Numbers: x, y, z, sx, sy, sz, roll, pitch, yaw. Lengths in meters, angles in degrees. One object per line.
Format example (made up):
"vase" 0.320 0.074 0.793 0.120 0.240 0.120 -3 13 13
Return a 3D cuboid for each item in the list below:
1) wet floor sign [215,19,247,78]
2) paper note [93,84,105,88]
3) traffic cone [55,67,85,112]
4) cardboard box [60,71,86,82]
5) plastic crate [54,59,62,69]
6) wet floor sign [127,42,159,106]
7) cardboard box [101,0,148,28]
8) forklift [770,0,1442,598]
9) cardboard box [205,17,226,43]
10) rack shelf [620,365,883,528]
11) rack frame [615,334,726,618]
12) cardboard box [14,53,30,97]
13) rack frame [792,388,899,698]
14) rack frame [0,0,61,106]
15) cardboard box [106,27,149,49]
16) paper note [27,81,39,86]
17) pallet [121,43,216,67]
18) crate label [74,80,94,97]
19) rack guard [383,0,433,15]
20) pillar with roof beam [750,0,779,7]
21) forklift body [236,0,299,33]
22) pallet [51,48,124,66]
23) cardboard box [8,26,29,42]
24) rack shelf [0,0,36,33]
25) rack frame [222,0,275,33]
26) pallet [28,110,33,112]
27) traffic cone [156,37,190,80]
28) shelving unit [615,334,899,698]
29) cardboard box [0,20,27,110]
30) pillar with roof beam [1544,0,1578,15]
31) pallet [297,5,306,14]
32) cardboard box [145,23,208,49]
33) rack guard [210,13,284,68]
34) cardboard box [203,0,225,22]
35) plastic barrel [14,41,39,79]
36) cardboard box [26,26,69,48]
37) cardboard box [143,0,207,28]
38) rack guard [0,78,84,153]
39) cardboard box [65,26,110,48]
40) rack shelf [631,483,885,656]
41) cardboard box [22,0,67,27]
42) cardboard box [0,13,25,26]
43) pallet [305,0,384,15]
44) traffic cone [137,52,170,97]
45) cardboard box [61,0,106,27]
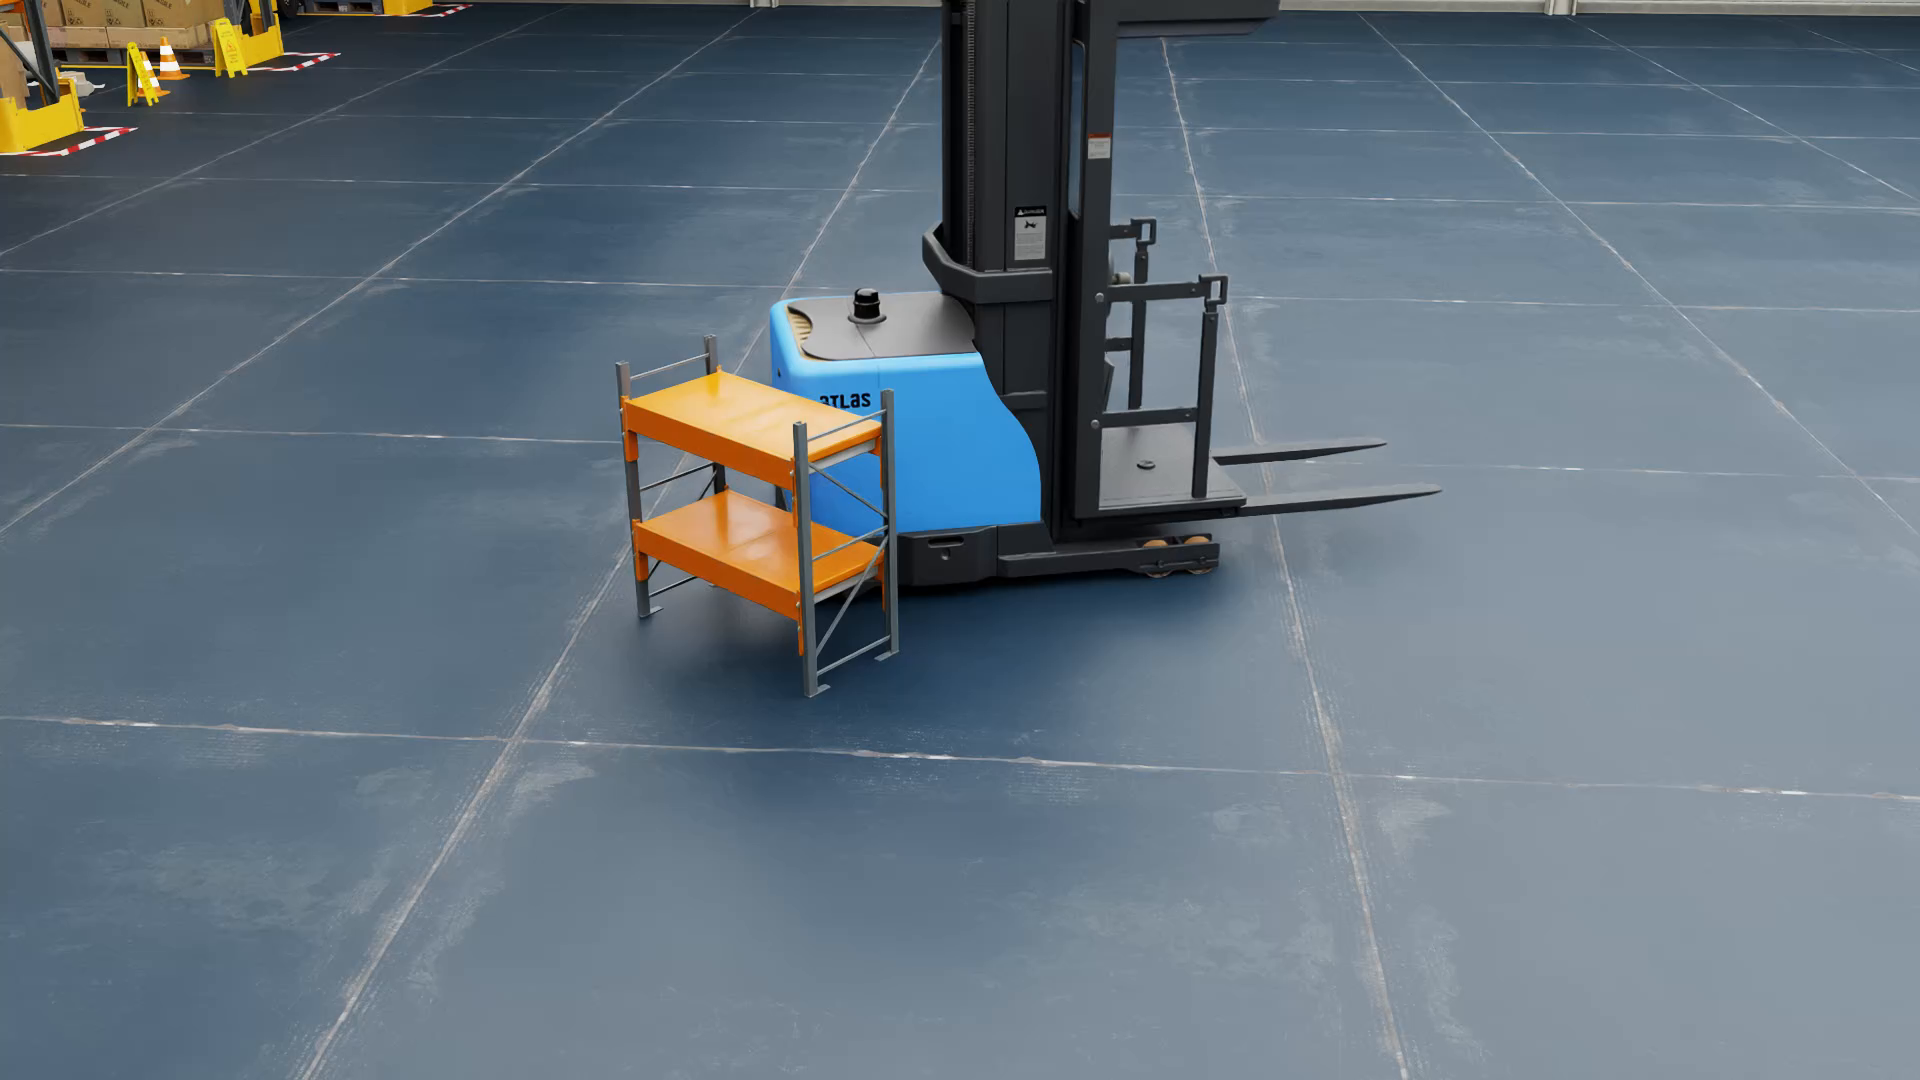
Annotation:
"wet floor sign" -8.642 -5.806 19.597 0.232 0.644 0.267 11 27 22
"paper note" -9.844 -5.180 18.971 0.142 0.019 0.148 -7 26 -14
"traffic cone" -9.448 -4.718 17.450 0.334 0.463 0.336 2 25 4
"cardboard box" -10.210 -5.233 18.945 0.250 0.149 0.380 16 29 31
"plastic crate" -11.235 -5.738 20.124 0.583 0.080 0.402 -7 26 -14
"wet floor sign" -8.847 -5.017 17.880 0.232 0.644 0.267 -2 25 -5
"cardboard box" -10.089 -6.543 20.270 0.500 0.500 0.500 3 25 6
"forklift" 0.693 -1.375 7.233 3.031 2.935 1.130 -5 25 -10
"cardboard box" -9.532 -6.411 20.881 0.500 0.250 0.500 2 25 4
"rack shelf" -0.807 -0.388 6.548 1.000 0.278 0.538 20 32 37
"rack frame" -1.188 -0.263 6.976 0.032 1.125 0.500 20 32 37
"cardboard box" -10.694 -5.195 18.438 0.637 0.503 0.797 -17 30 -32
"rack frame" -0.426 0.018 6.365 0.032 1.125 0.500 20 32 37
"rack frame" -9.028 -5.262 15.597 0.127 3.000 1.000 2 25 4
"cardboard box" -10.092 -6.203 20.430 0.500 0.250 0.500 2 25 4
"paper note" -10.680 -5.264 19.168 0.142 0.019 0.148 11 27 22
"pallet" -9.632 -6.104 20.764 1.213 0.211 1.003 2 25 4
"crate label" -9.811 -5.030 18.517 0.298 0.136 0.250 -11 27 -23
"rack guard" -8.349 -8.261 25.104 0.348 0.500 1.175 2 25 4
"pillar with roof beam" -3.345 -10.534 19.878 0.400 9.000 9.100 2 25 4
"forklift body" -10.403 -8.312 23.240 1.214 2.155 2.313 2 25 4
"pallet" -10.846 -6.145 20.851 1.213 0.211 1.003 2 25 4
"cardboard box" -11.637 -6.254 20.540 0.500 0.250 0.500 3 25 7
"rack shelf" -11.022 -4.999 15.886 4.000 0.370 1.077 2 25 4
"rack frame" -8.749 -7.328 20.087 0.127 3.000 1.000 2 25 4
"pallet" -9.831 -3.988 16.164 1.213 0.211 1.003 2 25 4
"traffic cone" -9.277 -5.652 19.479 0.334 0.463 0.336 2 25 4
"shelving unit" -0.807 -0.123 6.671 1.048 1.125 0.538 20 32 37
"cardboard box" -9.709 -4.481 15.940 0.875 0.875 0.875 2 25 4
"pillar with roof beam" 8.619 -10.150 19.043 0.400 9.000 9.100 2 25 4
"pallet" -10.352 -8.177 25.269 1.213 0.211 1.003 2 25 4
"cardboard box" -9.600 -6.184 20.388 0.500 0.250 0.500 2 25 4
"rack guard" -8.825 -6.195 20.615 0.348 0.500 1.175 2 25 4
"cardboard box" -9.556 -6.752 20.725 0.500 0.500 0.500 1 25 2
"plastic barrel" -10.925 -5.593 19.398 0.421 0.421 0.512 22 33 39
"cardboard box" -11.108 -6.238 20.505 0.500 0.250 0.500 2 25 3
"cardboard box" -9.568 -6.527 20.237 0.500 0.500 0.500 2 25 4
"rack guard" -9.004 -4.125 16.117 0.348 0.500 1.175 2 25 4
"cardboard box" -10.614 -6.218 20.461 0.500 0.250 0.500 1 25 2
"rack shelf" -0.807 0.100 6.773 1.000 0.278 0.538 20 32 37
"cardboard box" -11.119 -6.577 20.346 0.500 0.500 0.500 3 25 7
"cardboard box" -11.635 -6.595 20.383 0.500 0.500 0.500 3 25 6
"pallet" -9.139 -8.137 25.182 1.213 0.211 1.003 2 25 4
"traffic cone" -9.023 -5.178 18.450 0.334 0.463 0.336 2 25 4
"cardboard box" -10.591 -6.562 20.312 0.500 0.500 0.500 1 25 3
